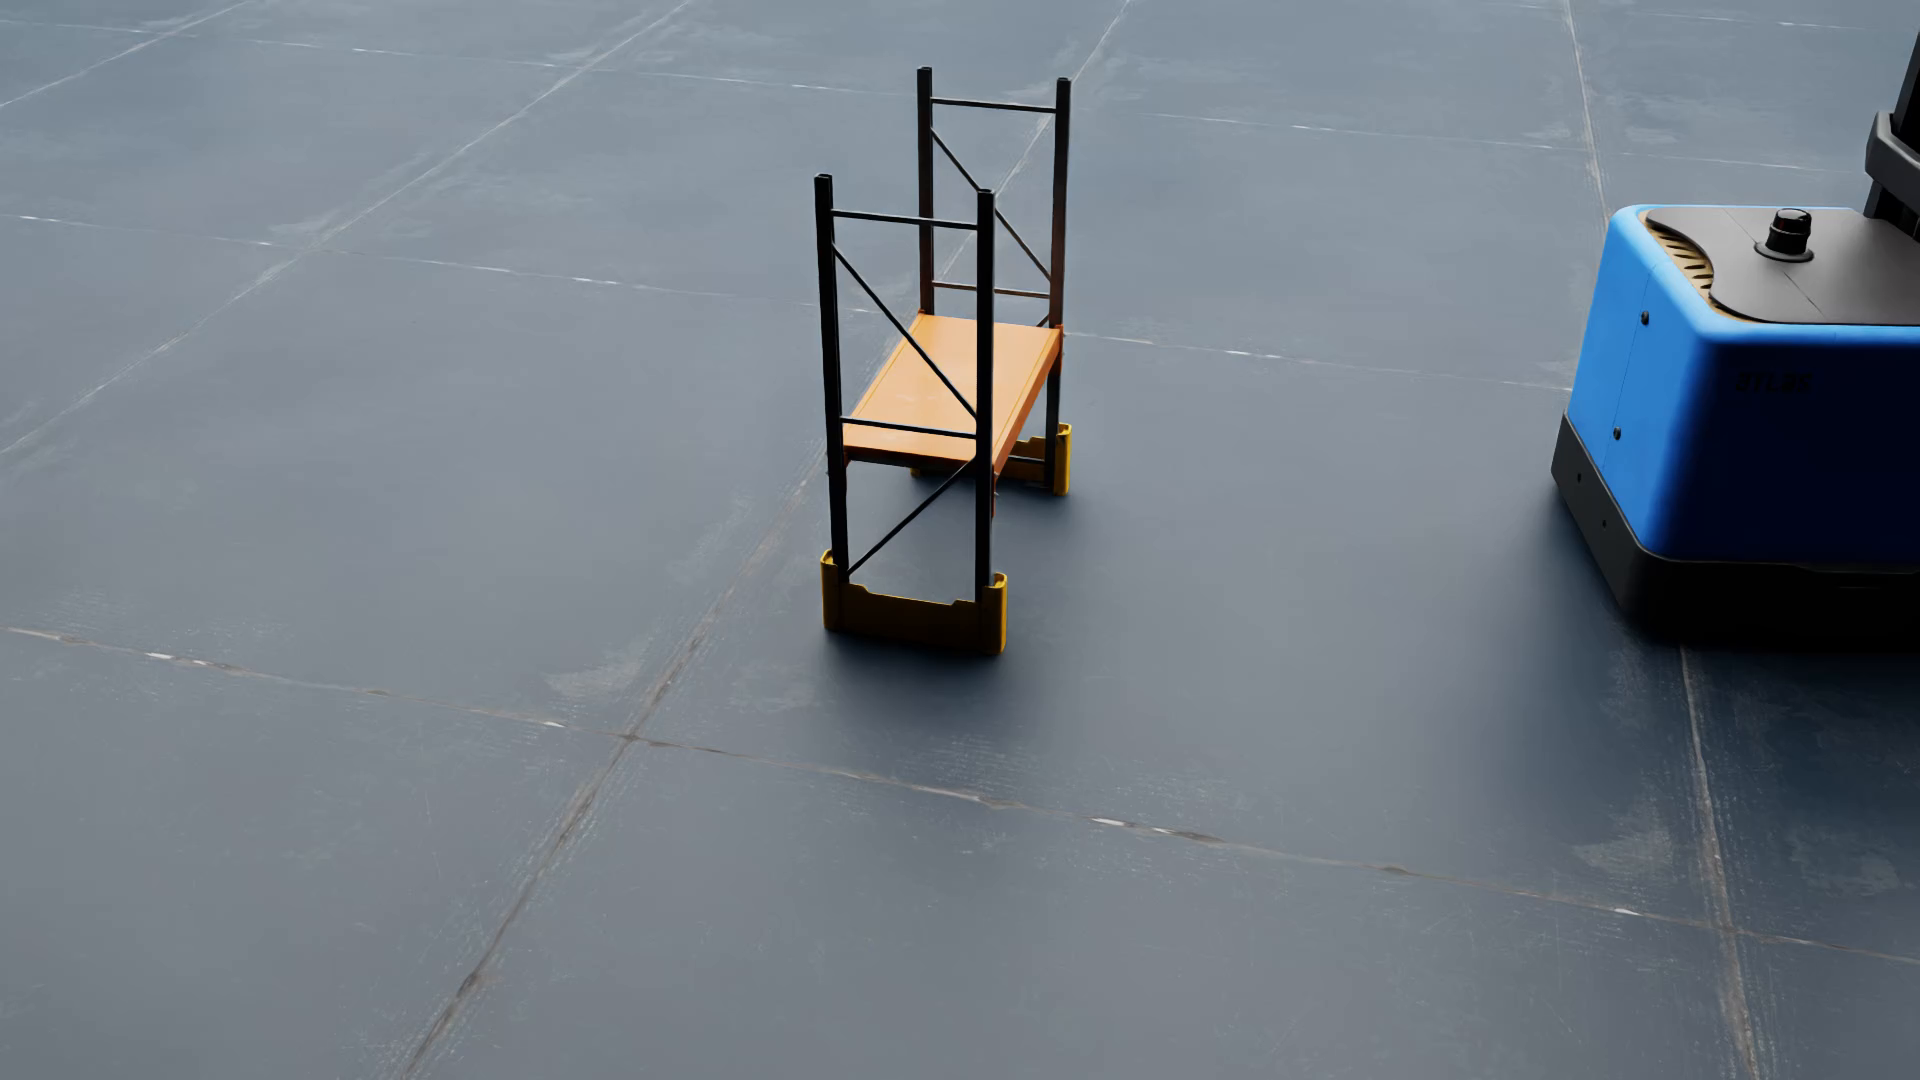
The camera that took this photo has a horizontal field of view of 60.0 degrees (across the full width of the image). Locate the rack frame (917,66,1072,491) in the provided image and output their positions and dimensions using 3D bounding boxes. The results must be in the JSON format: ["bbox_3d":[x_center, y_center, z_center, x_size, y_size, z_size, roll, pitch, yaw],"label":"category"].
[{"bbox_3d":[0.107,-0.852,5.693,0.500,1.500,0.032,8,33,12],"label":"rack frame"}]

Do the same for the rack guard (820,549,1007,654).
[{"bbox_3d":[-0.146,0.192,5.214,0.587,0.250,0.087,8,33,12],"label":"rack guard"}]

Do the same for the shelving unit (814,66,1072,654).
[{"bbox_3d":[-0.019,-0.593,5.285,0.587,1.500,1.083,8,33,12],"label":"shelving unit"}]

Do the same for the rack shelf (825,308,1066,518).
[{"bbox_3d":[-0.022,-0.437,5.375,0.538,0.185,1.000,8,33,12],"label":"rack shelf"}]

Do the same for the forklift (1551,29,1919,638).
[{"bbox_3d":[3.627,-1.157,4.839,3.031,2.935,1.130,1,32,2],"label":"forklift"}]

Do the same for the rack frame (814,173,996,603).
[{"bbox_3d":[-0.151,-0.325,4.863,0.500,1.500,0.032,8,33,12],"label":"rack frame"}]

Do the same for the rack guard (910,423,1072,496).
[{"bbox_3d":[0.107,-0.324,6.027,0.587,0.250,0.087,8,33,12],"label":"rack guard"}]
